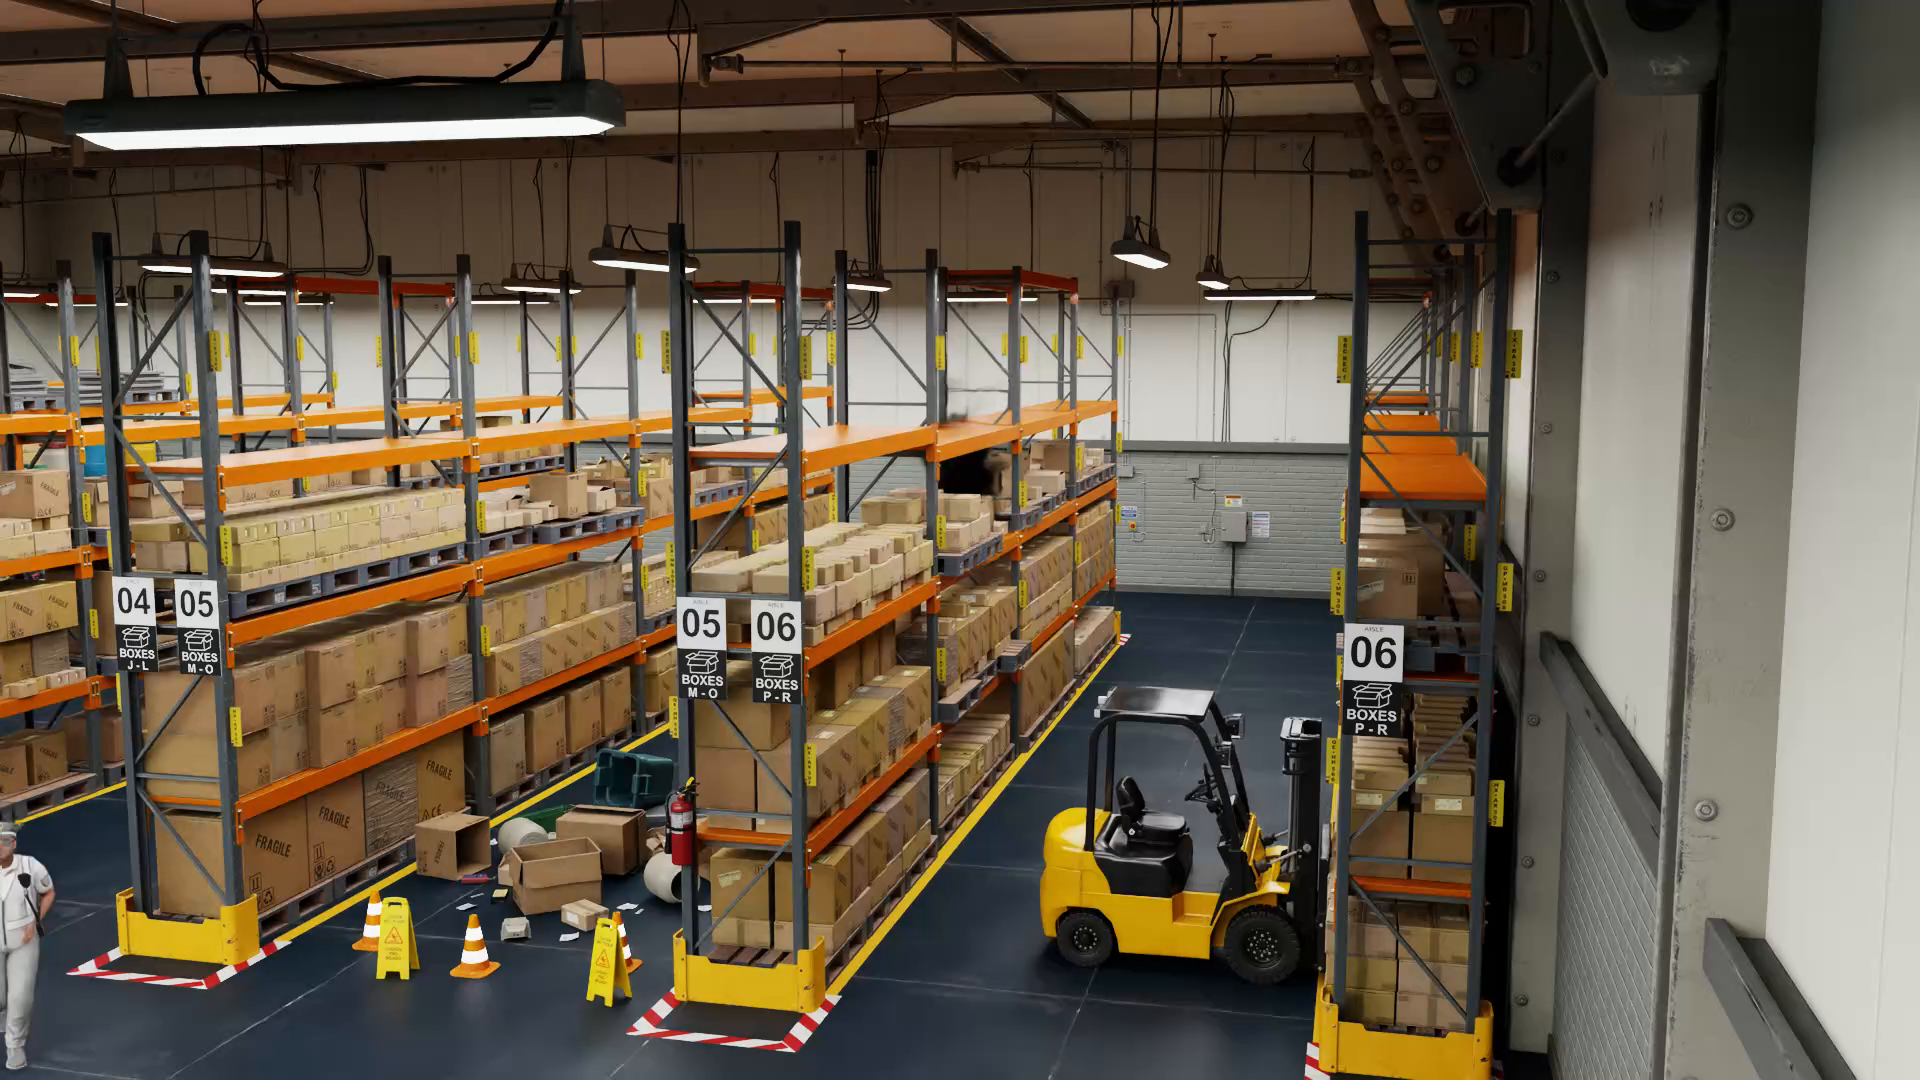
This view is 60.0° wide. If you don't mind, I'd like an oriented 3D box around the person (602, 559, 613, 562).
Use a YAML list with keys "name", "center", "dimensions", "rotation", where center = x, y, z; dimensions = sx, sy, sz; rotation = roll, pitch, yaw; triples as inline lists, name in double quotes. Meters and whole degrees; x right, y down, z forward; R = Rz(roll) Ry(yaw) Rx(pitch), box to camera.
- name: "person"
  center: [-5.399, 1.166, 25.763]
  dimensions: [0.704, 1.774, 0.850]
  rotation: [3, 8, 22]

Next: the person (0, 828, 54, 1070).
- name: "person"
  center: [-6.814, 2.884, 11.872]
  dimensions: [0.641, 1.739, 0.605]
  rotation: [-4, 8, -29]
